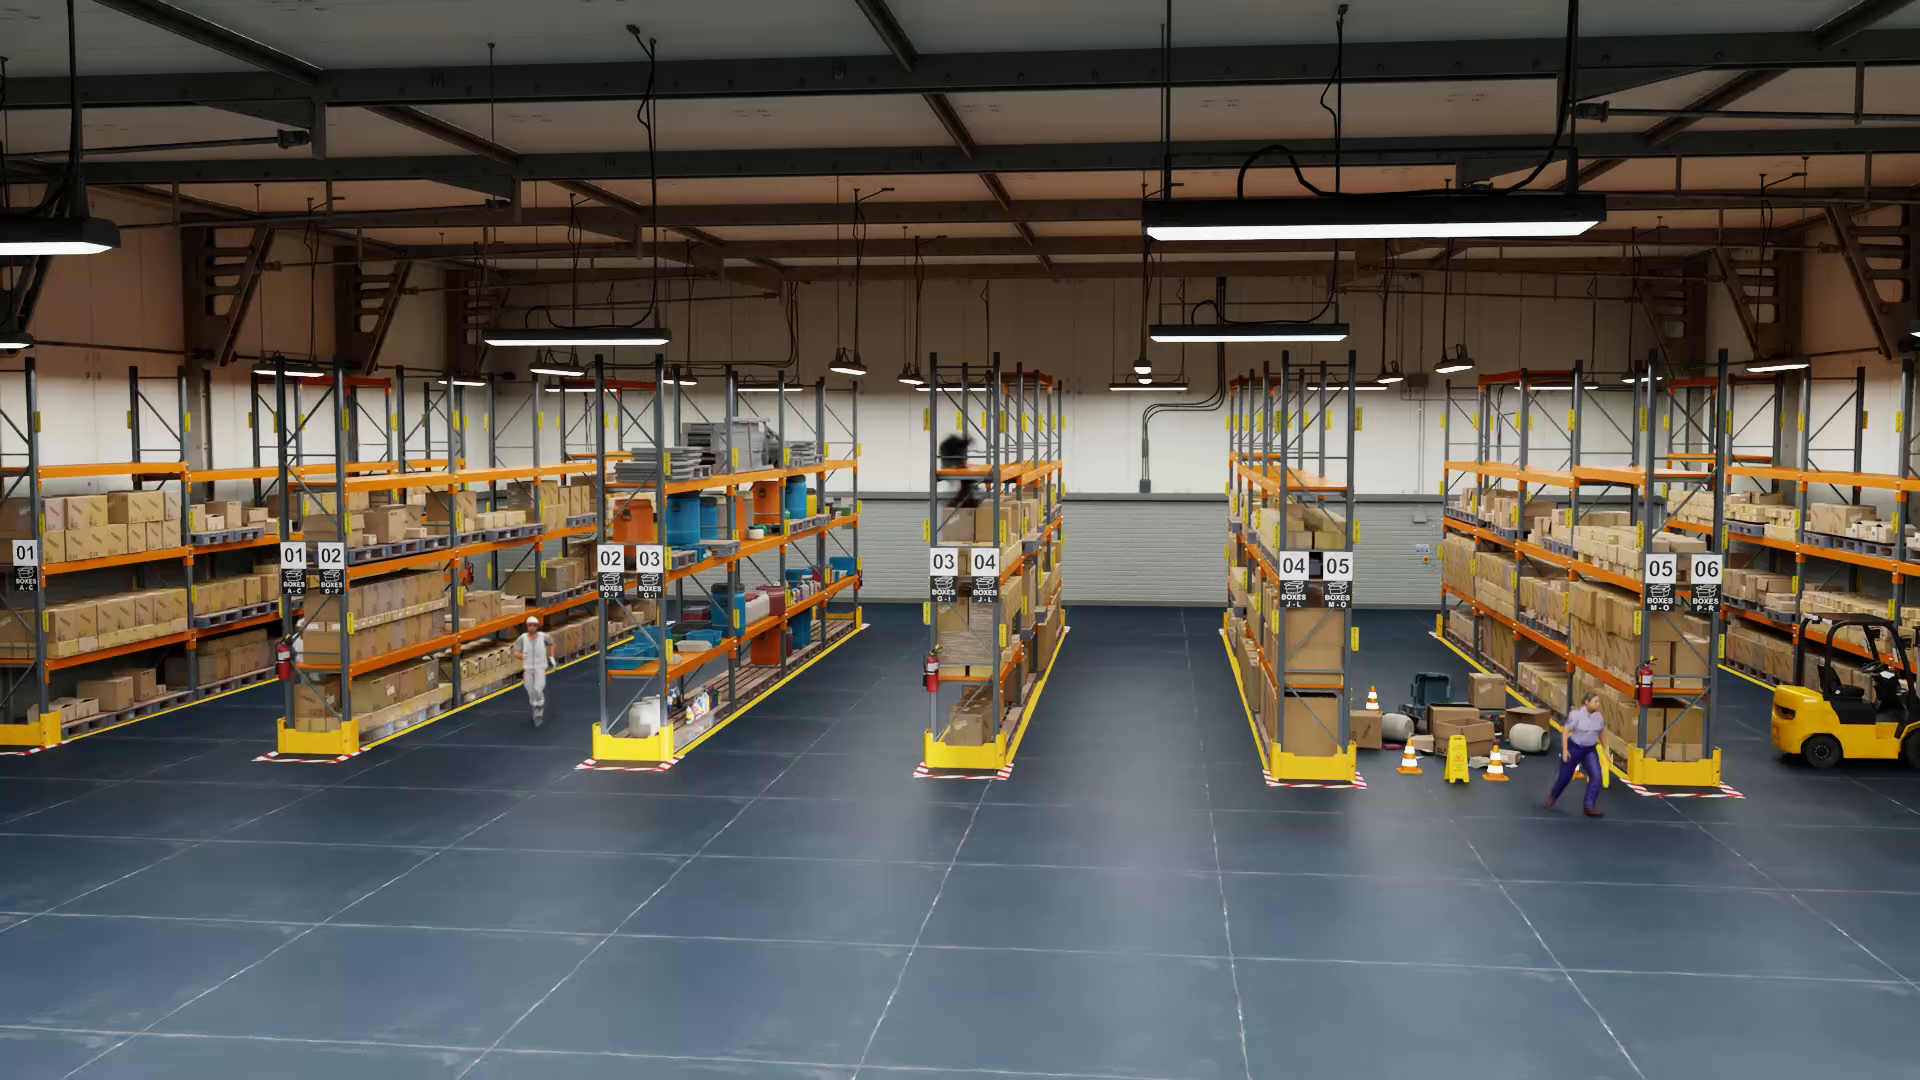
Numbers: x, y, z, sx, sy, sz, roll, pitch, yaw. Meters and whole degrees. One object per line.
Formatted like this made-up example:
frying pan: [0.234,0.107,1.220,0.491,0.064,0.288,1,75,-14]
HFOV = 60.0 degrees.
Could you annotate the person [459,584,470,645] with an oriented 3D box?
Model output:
person: [-10.355,1.721,34.577,0.574,1.631,0.605,0,4,2]

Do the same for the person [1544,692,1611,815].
person: [7.951,2.711,21.405,0.675,1.562,0.812,-1,4,-15]

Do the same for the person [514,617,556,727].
person: [-7.023,2.170,27.464,0.631,1.829,0.842,0,4,-2]

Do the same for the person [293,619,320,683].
person: [-11.091,2.157,28.302,0.744,1.674,0.908,-1,4,-7]
